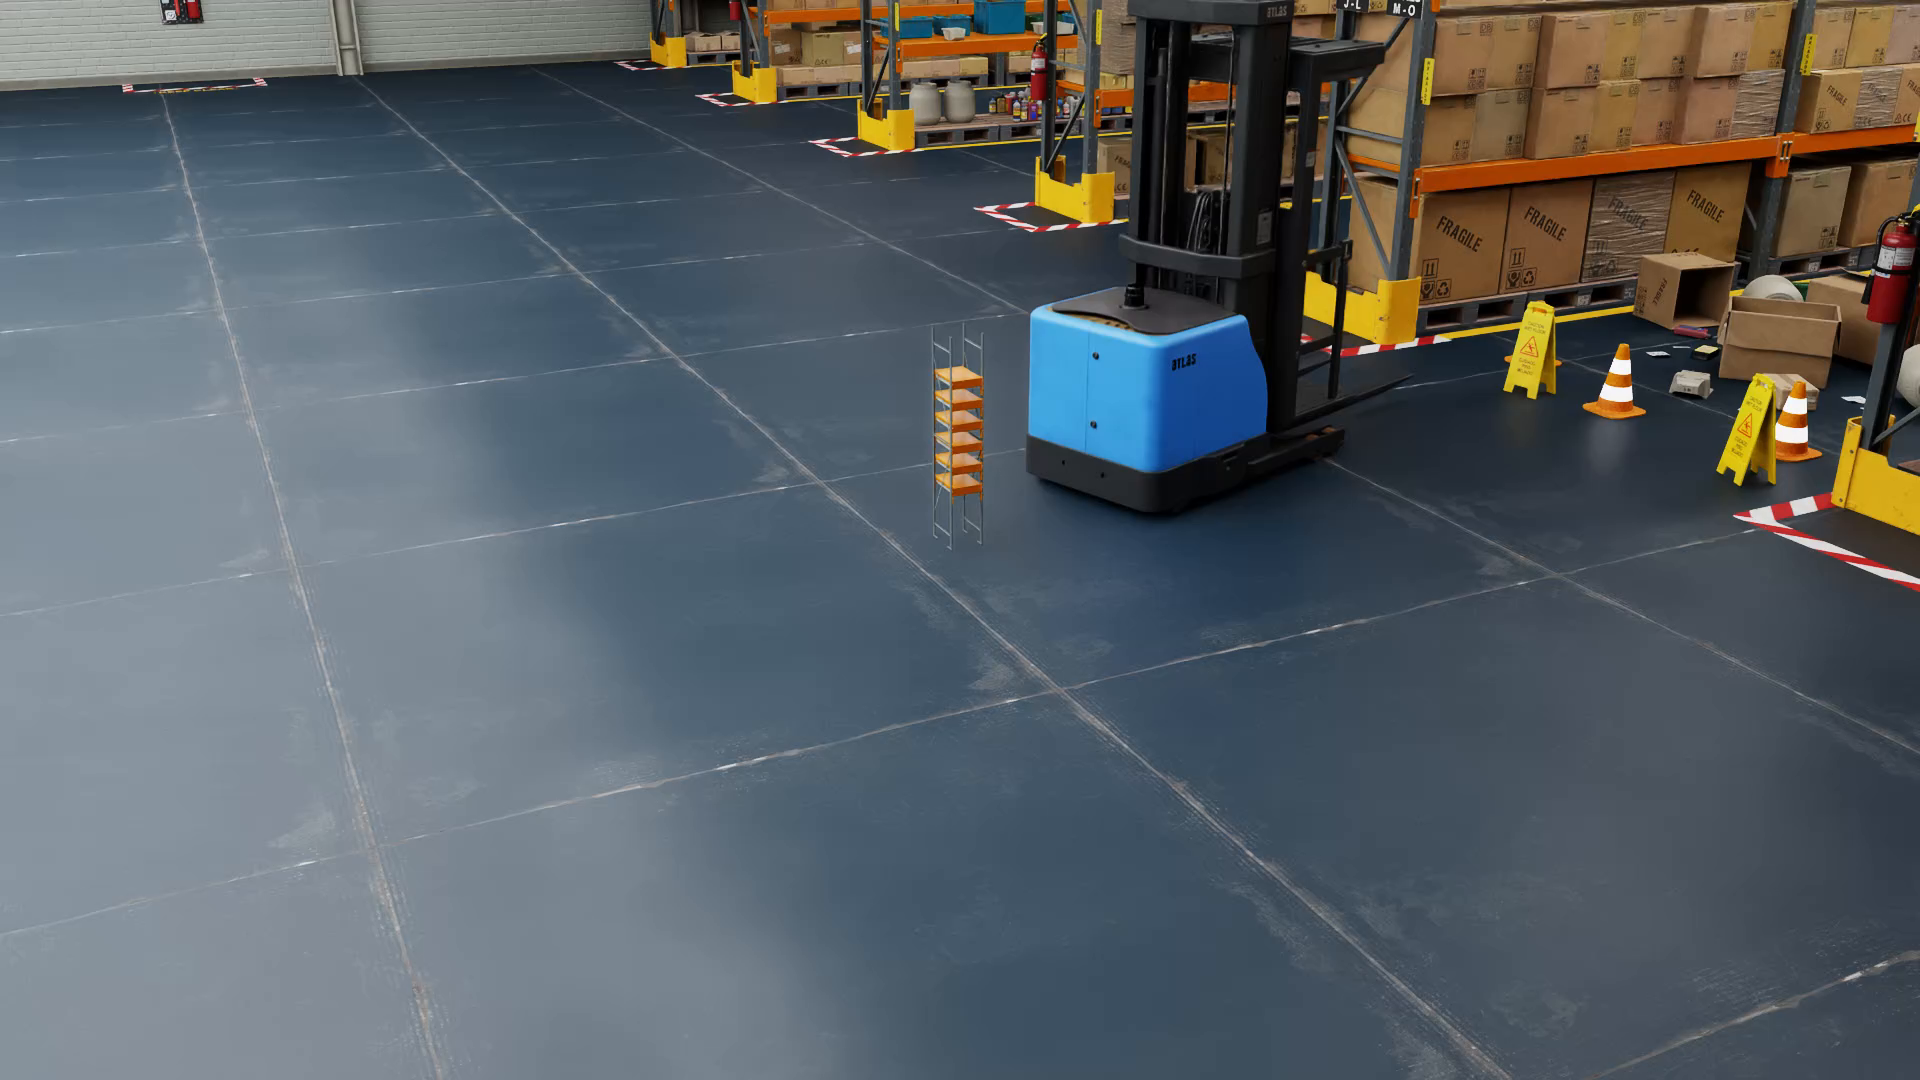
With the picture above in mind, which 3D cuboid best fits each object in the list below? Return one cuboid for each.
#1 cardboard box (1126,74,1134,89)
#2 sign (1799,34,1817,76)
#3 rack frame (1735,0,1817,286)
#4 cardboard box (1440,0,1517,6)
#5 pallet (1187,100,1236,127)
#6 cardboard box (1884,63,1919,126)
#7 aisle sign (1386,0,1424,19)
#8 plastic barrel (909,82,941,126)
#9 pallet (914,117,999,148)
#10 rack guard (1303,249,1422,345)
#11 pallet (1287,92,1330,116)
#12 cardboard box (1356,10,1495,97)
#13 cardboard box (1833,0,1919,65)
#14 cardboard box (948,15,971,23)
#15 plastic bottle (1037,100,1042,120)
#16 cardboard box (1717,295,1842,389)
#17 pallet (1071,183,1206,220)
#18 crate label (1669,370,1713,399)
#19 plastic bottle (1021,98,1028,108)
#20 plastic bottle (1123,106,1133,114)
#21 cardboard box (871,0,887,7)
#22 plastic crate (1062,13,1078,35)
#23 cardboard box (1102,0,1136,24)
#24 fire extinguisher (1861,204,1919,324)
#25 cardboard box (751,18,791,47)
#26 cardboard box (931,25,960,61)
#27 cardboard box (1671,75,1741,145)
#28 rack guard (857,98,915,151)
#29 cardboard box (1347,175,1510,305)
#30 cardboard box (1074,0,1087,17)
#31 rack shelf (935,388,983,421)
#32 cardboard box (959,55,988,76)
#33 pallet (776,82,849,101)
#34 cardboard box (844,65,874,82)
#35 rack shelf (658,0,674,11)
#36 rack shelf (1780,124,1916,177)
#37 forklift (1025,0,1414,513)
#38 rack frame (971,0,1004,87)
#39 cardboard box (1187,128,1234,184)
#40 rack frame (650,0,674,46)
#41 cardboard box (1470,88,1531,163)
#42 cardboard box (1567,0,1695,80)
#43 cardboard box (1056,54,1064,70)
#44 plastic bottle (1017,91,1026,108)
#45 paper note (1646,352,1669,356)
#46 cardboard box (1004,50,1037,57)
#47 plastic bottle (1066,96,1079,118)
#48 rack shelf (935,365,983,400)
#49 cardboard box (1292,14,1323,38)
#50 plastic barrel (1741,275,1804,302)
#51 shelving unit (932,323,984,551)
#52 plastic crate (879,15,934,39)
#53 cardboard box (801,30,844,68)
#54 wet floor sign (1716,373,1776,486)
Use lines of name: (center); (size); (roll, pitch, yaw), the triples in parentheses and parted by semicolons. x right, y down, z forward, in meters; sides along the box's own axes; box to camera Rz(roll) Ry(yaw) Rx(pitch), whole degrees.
cardboard box: (1.725, -4.728, 17.054); (0.250, 0.149, 0.380); (-10, 25, -24)
sign: (7.038, -4.027, 13.797); (0.005, 0.325, 0.100); (-10, 25, -24)
rack frame: (6.796, -3.781, 14.439); (0.127, 3.000, 1.000); (-10, 25, -24)
cardboard box: (5.512, -6.062, 18.616); (1.000, 1.000, 1.000); (-10, 25, -23)
pallet: (3.278, -6.069, 23.613); (1.213, 0.211, 1.003); (-10, 25, -24)
cardboard box: (8.292, -3.988, 14.808); (0.500, 0.500, 0.500); (-11, 25, -24)
aisle sign: (3.258, -4.204, 12.061); (0.004, 0.787, 0.394); (-10, 25, -24)
plastic barrel: (-0.457, -5.731, 21.853); (0.421, 0.512, 0.421); (0, 22, 0)
pallet: (-0.234, -5.424, 22.054); (1.213, 0.211, 1.003); (-10, 25, -24)
rack guard: (3.170, -1.959, 13.305); (0.348, 0.500, 1.175); (-10, 25, -24)
pallet: (5.477, -6.474, 24.591); (1.213, 0.211, 1.003); (-10, 25, -24)
cardboard box: (3.542, -3.734, 12.718); (0.550, 0.550, 0.875); (-10, 25, -24)
cardboard box: (8.158, -4.544, 14.843); (0.500, 0.500, 0.700); (-10, 25, -23)
cardboard box: (-0.132, -9.978, 32.103); (0.500, 0.500, 0.700); (-10, 25, -23)
plastic bottle: (1.061, -5.744, 22.172); (0.097, 0.271, 0.097); (0, 22, 0)
cardboard box: (5.914, -1.439, 12.045); (0.797, 0.503, 0.637); (10, 24, 22)
pallet: (1.947, -3.691, 17.866); (1.213, 0.211, 1.003); (-10, 25, -24)
crate label: (5.151, -1.100, 11.704); (0.250, 0.136, 0.298); (15, 27, 31)
plastic bottle: (0.883, -5.932, 22.719); (0.097, 0.201, 0.097); (0, 22, 0)
plastic bottle: (2.297, -5.969, 22.701); (0.133, 0.283, 0.061); (-9, 24, -21)
cardboard box: (-1.342, -8.635, 26.035); (0.500, 0.500, 0.700); (-10, 24, -22)
plastic crate: (1.708, -6.868, 22.092); (0.616, 0.251, 0.499); (-10, 25, -24)
cardboard box: (1.745, -5.487, 16.733); (0.500, 0.500, 0.500); (-10, 25, -24)
fire extinguisher: (5.126, -1.533, 9.108); (0.183, 0.674, 0.296); (-10, 25, -24)
cardboard box: (-3.455, -9.296, 30.455); (0.500, 0.500, 0.700); (-12, 25, -27)
cardboard box: (-0.336, -7.961, 26.602); (0.500, 0.500, 0.500); (-10, 25, -24)
cardboard box: (5.983, -3.686, 14.014); (0.550, 0.550, 0.875); (-10, 25, -24)
rack guard: (-0.969, -5.425, 21.678); (0.348, 0.500, 1.175); (-10, 25, -24)
cardboard box: (3.774, -2.465, 13.489); (0.875, 0.875, 0.875); (-10, 25, -23)
cardboard box: (1.520, -5.666, 17.165); (0.500, 0.500, 0.500); (-10, 25, -24)
rack shelf: (-0.013, -0.733, 8.916); (0.180, 0.103, 0.258); (-10, 25, -24)
cardboard box: (0.119, -7.693, 26.936); (0.500, 0.250, 0.500); (-10, 25, -24)
pallet: (-2.491, -7.111, 26.130); (1.213, 0.211, 1.003); (-10, 25, -24)
cardboard box: (-1.682, -7.361, 26.134); (0.500, 0.250, 0.500); (-10, 25, -24)
rack shelf: (-3.511, -9.964, 30.317); (4.000, 0.370, 1.077); (-10, 25, -24)
rack shelf: (8.598, -3.781, 15.378); (4.000, 0.370, 1.077); (-10, 25, -24)
forklift: (1.800, -1.974, 10.164); (3.031, 2.935, 1.130); (-21, 30, -40)
rack frame: (0.442, -8.922, 26.858); (0.127, 3.000, 1.000); (-10, 25, -24)
cardboard box: (2.797, -4.189, 18.143); (0.500, 0.500, 0.500); (-8, 24, -19)
rack frame: (-5.314, -9.965, 29.378); (0.127, 3.000, 1.000); (-10, 25, -24)
cardboard box: (3.992, -3.363, 13.233); (0.550, 0.550, 0.875); (-10, 25, -24)
cardboard box: (5.457, -4.127, 13.666); (0.550, 0.550, 0.875); (-10, 25, -24)
cardboard box: (1.374, -7.911, 27.463); (0.500, 0.250, 0.500); (-10, 24, -22)
plastic bottle: (0.812, -6.007, 22.801); (0.135, 0.276, 0.152); (-11, 25, -25)
paper note: (5.303, -1.413, 12.603); (0.142, 0.017, 0.144); (-2, 23, -5)
cardboard box: (0.923, -8.087, 27.155); (0.500, 0.311, 0.500); (-10, 25, -23)
plastic bottle: (1.520, -5.842, 22.403); (0.135, 0.276, 0.152); (-10, 24, -23)
rack shelf: (-0.013, -0.844, 8.870); (0.180, 0.103, 0.258); (-10, 25, -24)
cardboard box: (3.431, -5.449, 17.949); (0.500, 0.500, 0.875); (-10, 25, -24)
plastic barrel: (6.439, -1.874, 13.200); (0.421, 0.421, 0.512); (6, 23, 13)
shelving unit: (-0.013, -0.552, 8.991); (0.189, 1.200, 0.258); (-10, 25, -24)
plastic crate: (-0.696, -6.668, 21.608); (0.616, 0.251, 0.499); (-10, 25, -24)
cardboard box: (-2.132, -7.624, 25.789); (0.500, 0.500, 0.500); (-10, 25, -24)
wet floor sign: (4.794, -0.678, 10.021); (0.232, 0.644, 0.267); (-2, 23, -5)
